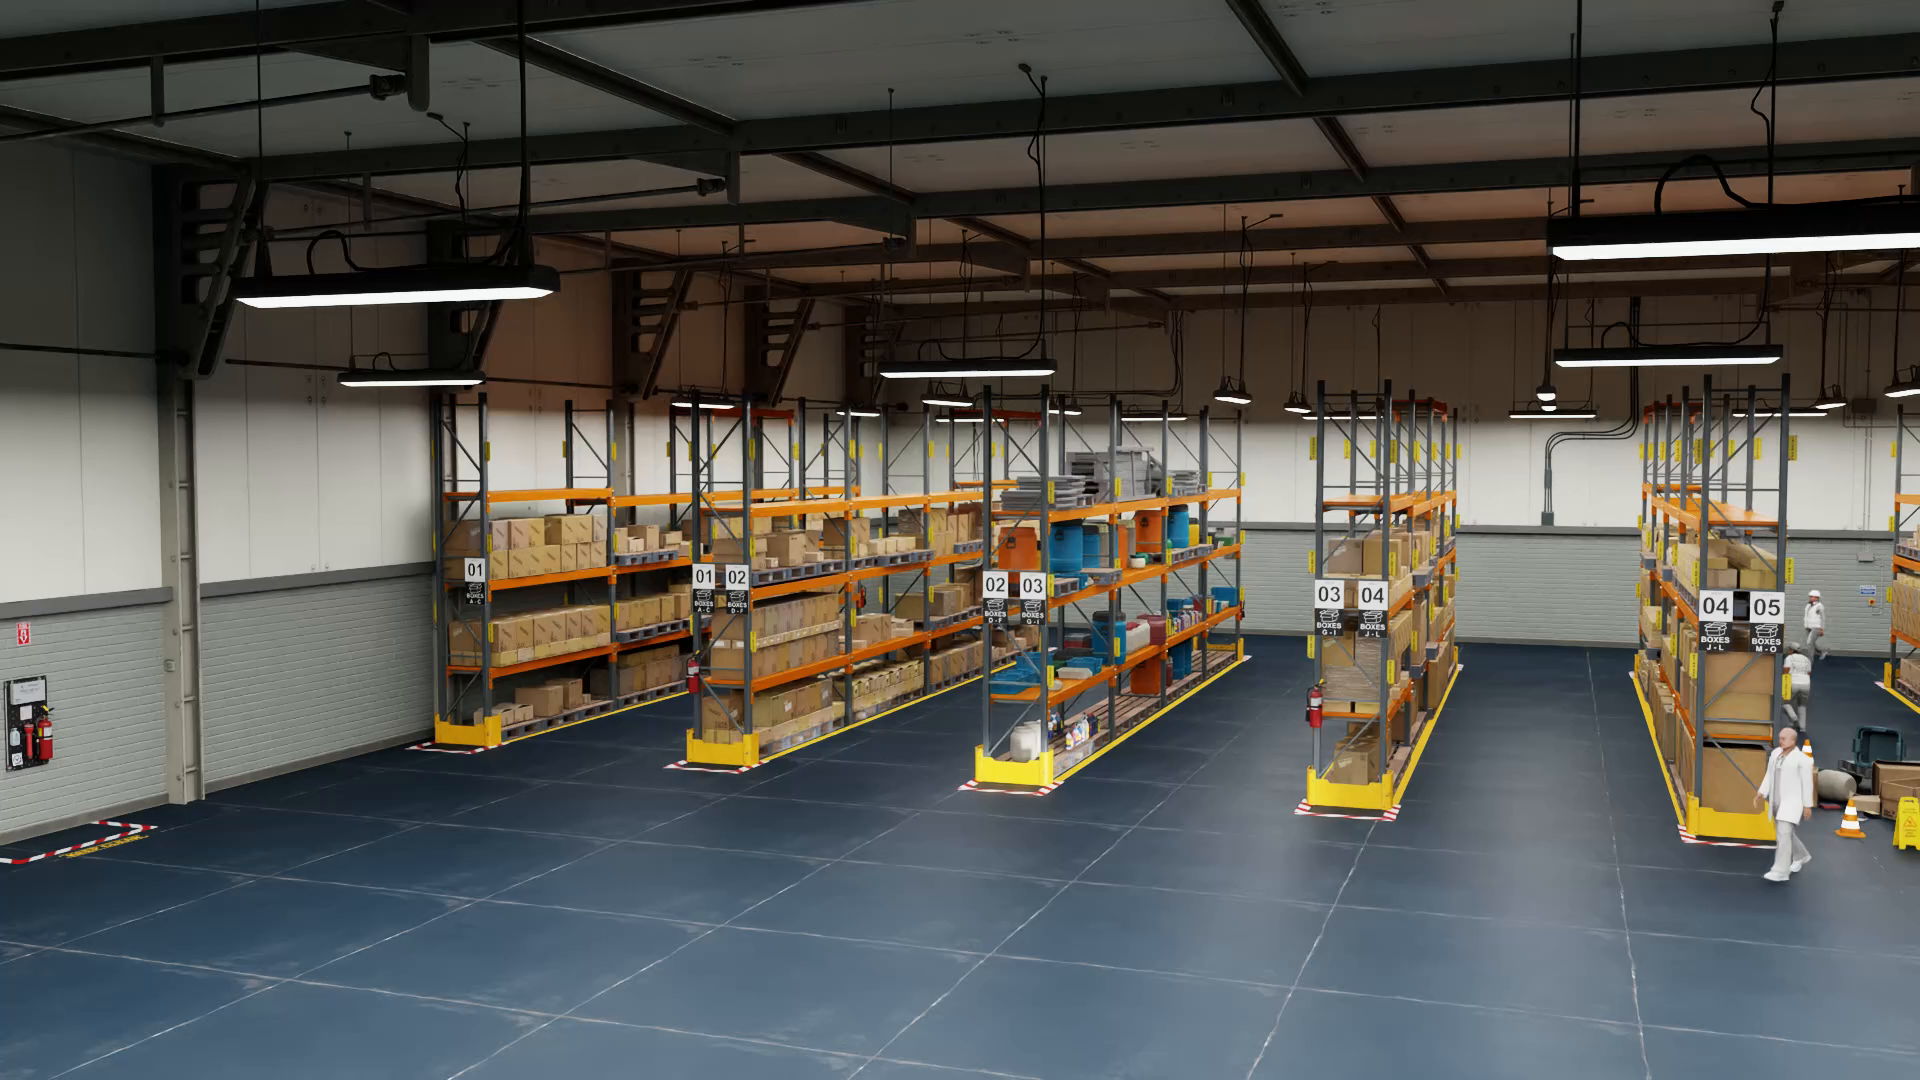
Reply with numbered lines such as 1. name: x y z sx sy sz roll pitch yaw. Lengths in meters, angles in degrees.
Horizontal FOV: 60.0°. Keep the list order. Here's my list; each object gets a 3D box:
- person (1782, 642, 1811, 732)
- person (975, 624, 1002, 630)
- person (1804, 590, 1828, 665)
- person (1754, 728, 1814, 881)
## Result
1. person: 15.025 2.641 29.877 0.551 1.557 0.722 1 3 12
2. person: 0.832 1.746 46.438 0.981 1.536 0.399 2 3 28
3. person: 20.045 2.044 38.943 0.820 1.751 0.539 -1 3 -12
4. person: 9.732 3.078 19.530 0.922 1.758 0.563 -1 3 -14
